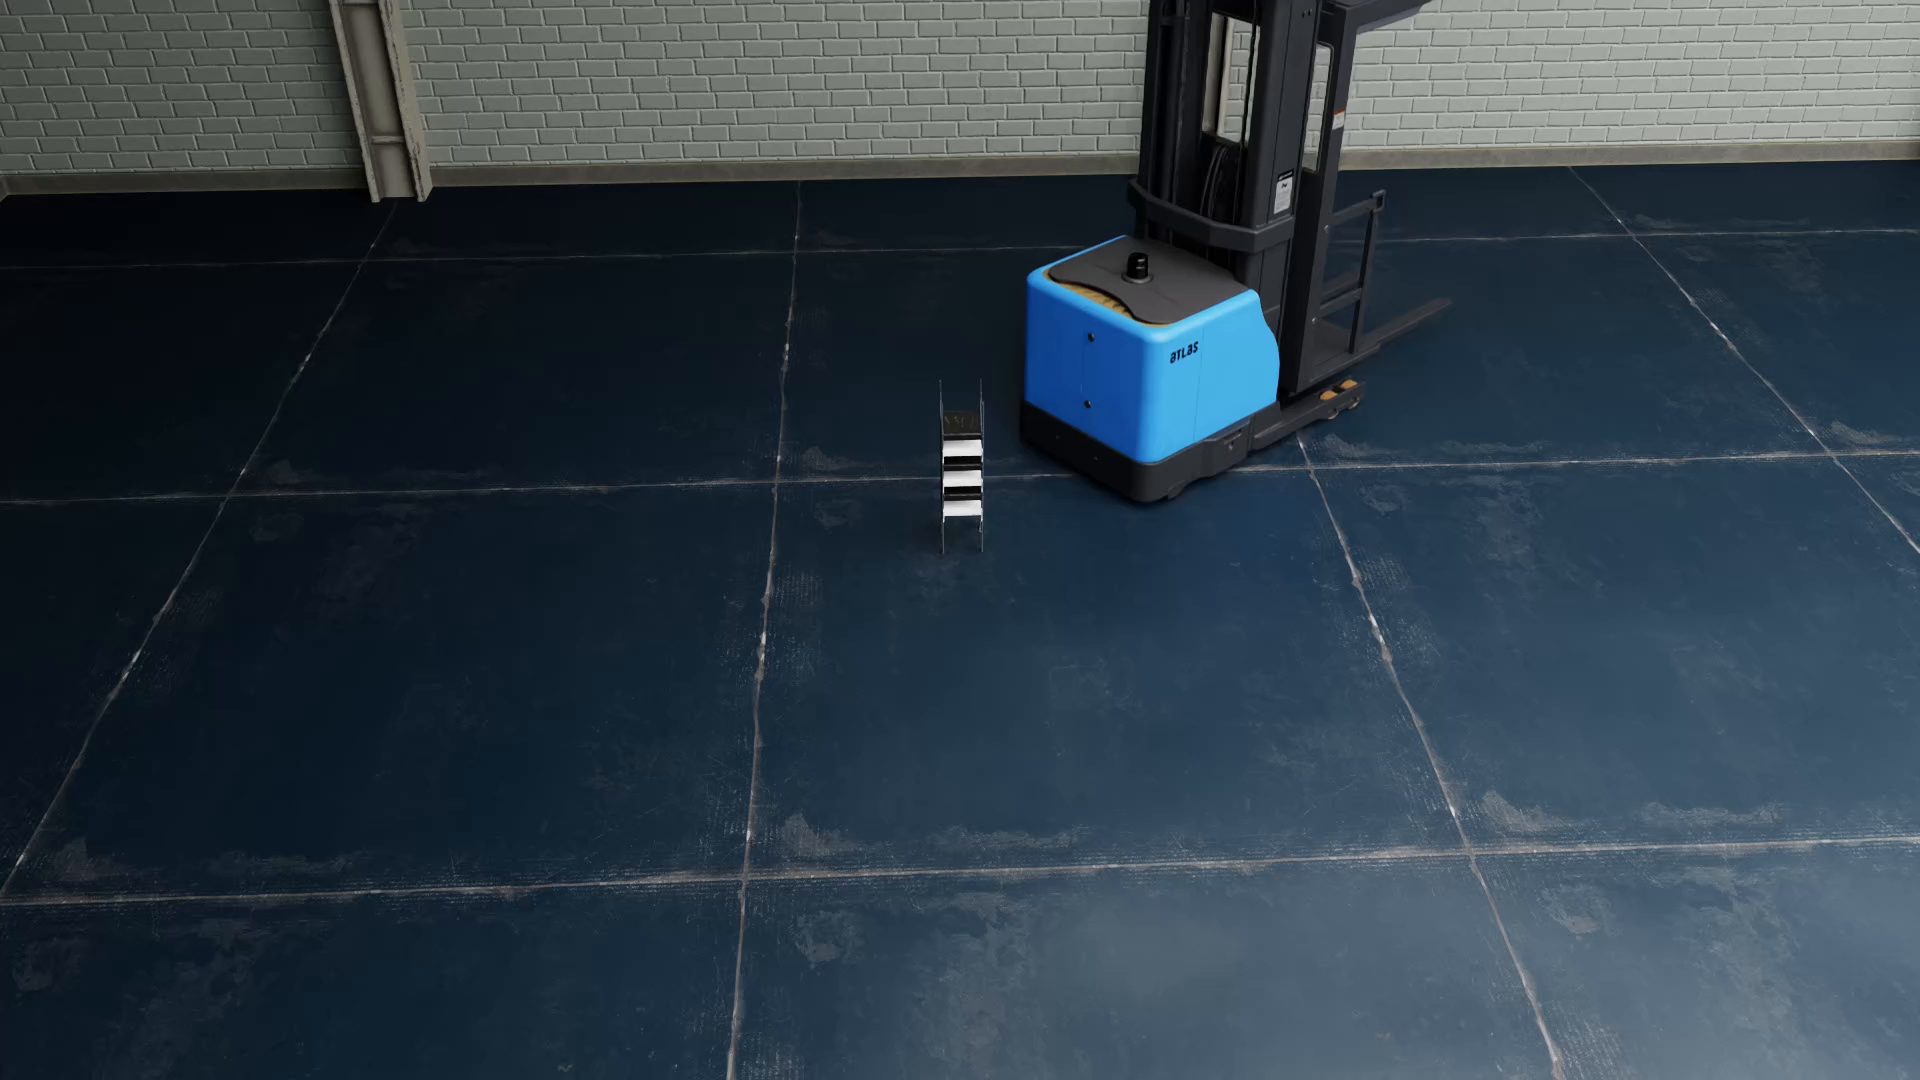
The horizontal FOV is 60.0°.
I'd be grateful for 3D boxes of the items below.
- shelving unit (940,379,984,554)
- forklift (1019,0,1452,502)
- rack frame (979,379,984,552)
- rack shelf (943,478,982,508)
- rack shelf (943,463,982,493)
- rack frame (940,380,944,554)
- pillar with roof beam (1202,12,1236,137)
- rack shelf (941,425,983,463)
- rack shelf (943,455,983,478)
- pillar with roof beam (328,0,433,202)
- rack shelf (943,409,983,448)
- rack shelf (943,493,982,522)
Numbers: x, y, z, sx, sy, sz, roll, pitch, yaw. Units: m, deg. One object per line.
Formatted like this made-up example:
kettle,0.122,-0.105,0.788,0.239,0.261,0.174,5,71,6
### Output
shelving unit,0.008,-0.370,8.530,0.210,0.900,0.258,-2,35,-2
forklift,1.781,-2.119,9.272,3.031,2.935,1.130,-27,43,-33
rack frame,0.110,-0.373,8.534,0.006,0.900,0.240,-2,35,-2
rack shelf,0.008,-0.269,8.601,0.200,0.077,0.258,-2,35,-2
rack shelf,0.008,-0.343,8.549,0.200,0.077,0.258,-2,35,-2
rack frame,-0.093,-0.367,8.526,0.006,0.900,0.240,-2,35,-2
pillar with roof beam,1.983,-4.035,6.709,0.400,9.000,9.100,-2,35,-2
rack shelf,0.008,-0.491,8.447,0.200,0.077,0.258,-2,35,-2
rack shelf,0.008,-0.417,8.498,0.200,0.077,0.258,-2,35,-2
pillar with roof beam,-4.010,-3.873,6.475,0.400,9.000,9.100,-2,35,-2
rack shelf,0.008,-0.565,8.396,0.200,0.077,0.258,-2,35,-2
rack shelf,0.008,-0.195,8.652,0.200,0.077,0.258,-2,35,-2
